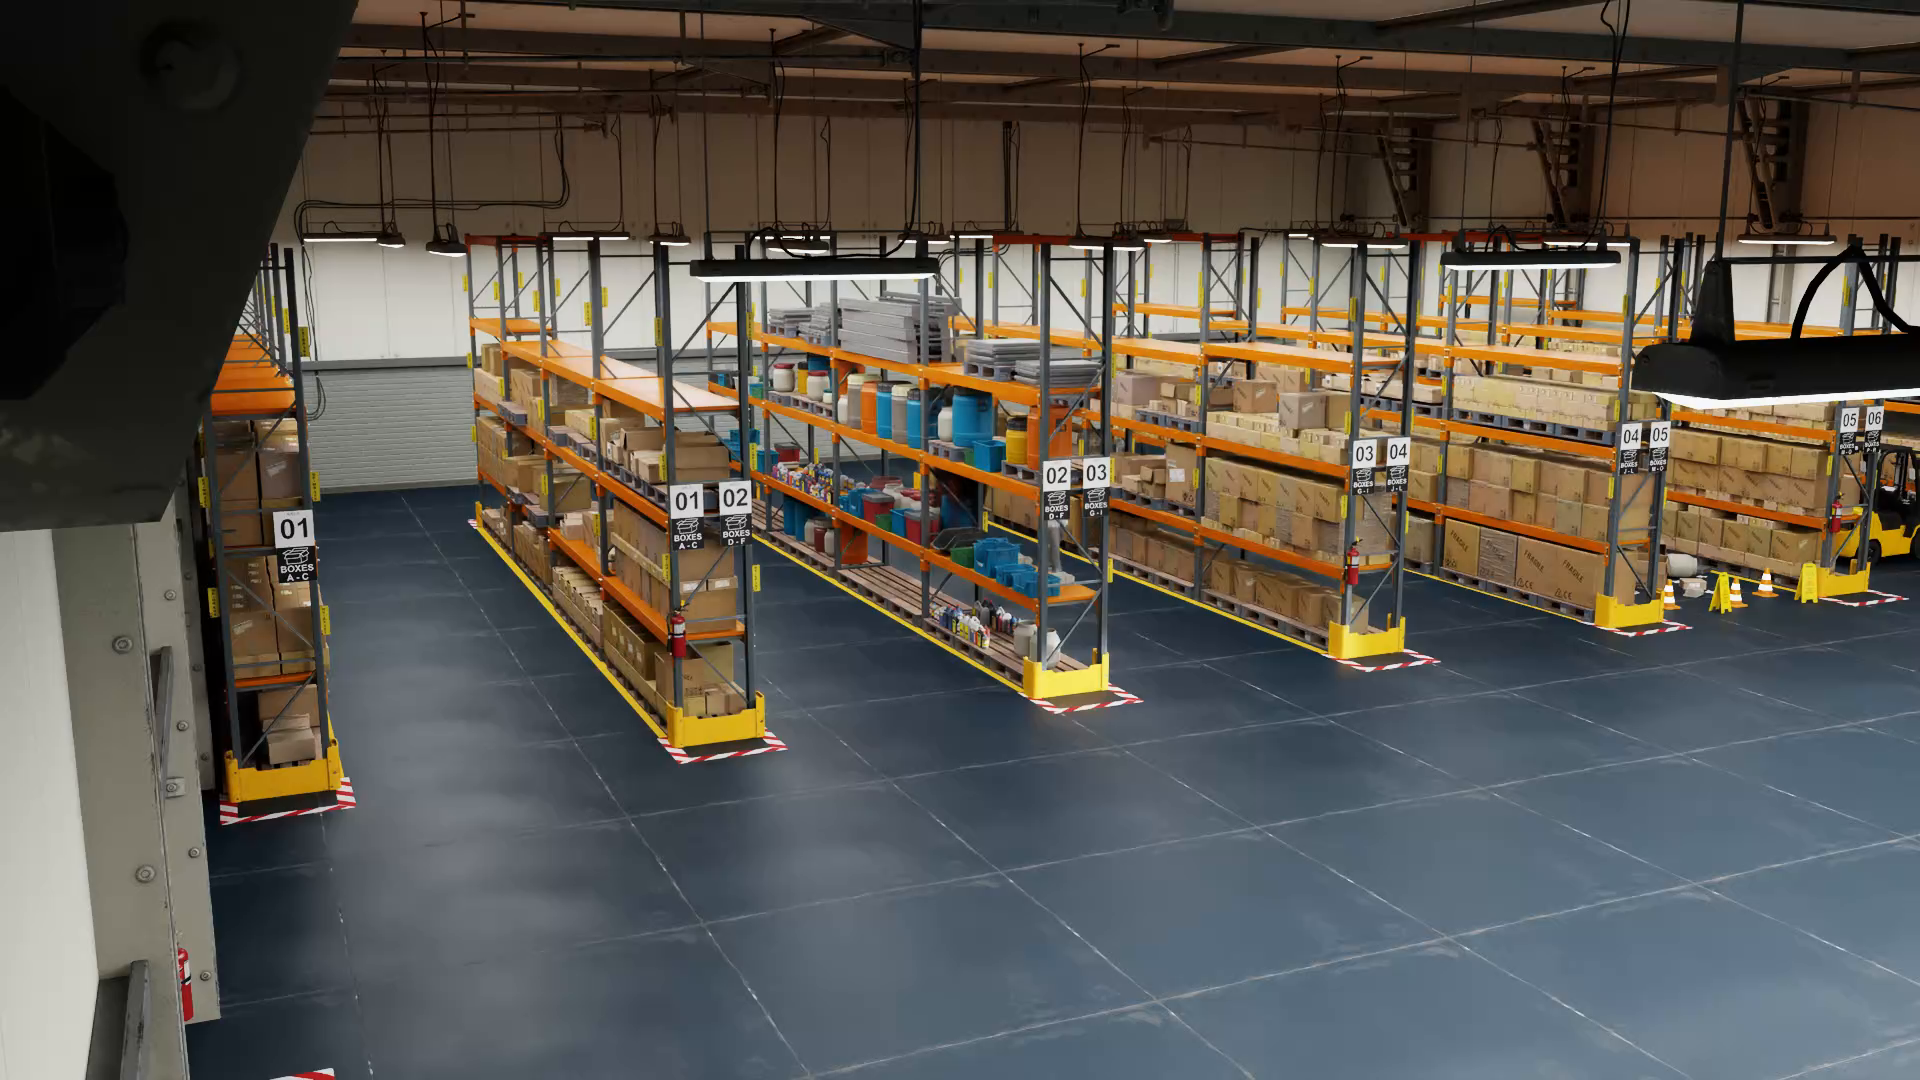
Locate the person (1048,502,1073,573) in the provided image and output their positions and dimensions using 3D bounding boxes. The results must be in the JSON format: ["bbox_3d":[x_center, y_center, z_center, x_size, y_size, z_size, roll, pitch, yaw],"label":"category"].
[{"bbox_3d":[1.652,-0.183,28.150,0.553,1.772,0.731,-6,13,-30],"label":"person"}]

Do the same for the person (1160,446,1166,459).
[{"bbox_3d":[4.479,-1.277,35.566,0.620,1.595,0.671,-5,12,-24],"label":"person"}]

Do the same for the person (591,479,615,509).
[{"bbox_3d":[-7.496,-1.117,34.741,0.528,1.560,0.617,-9,14,-39],"label":"person"}]

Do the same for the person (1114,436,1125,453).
[{"bbox_3d":[4.049,-2.508,41.826,0.877,1.605,0.538,-9,14,-38],"label":"person"}]
